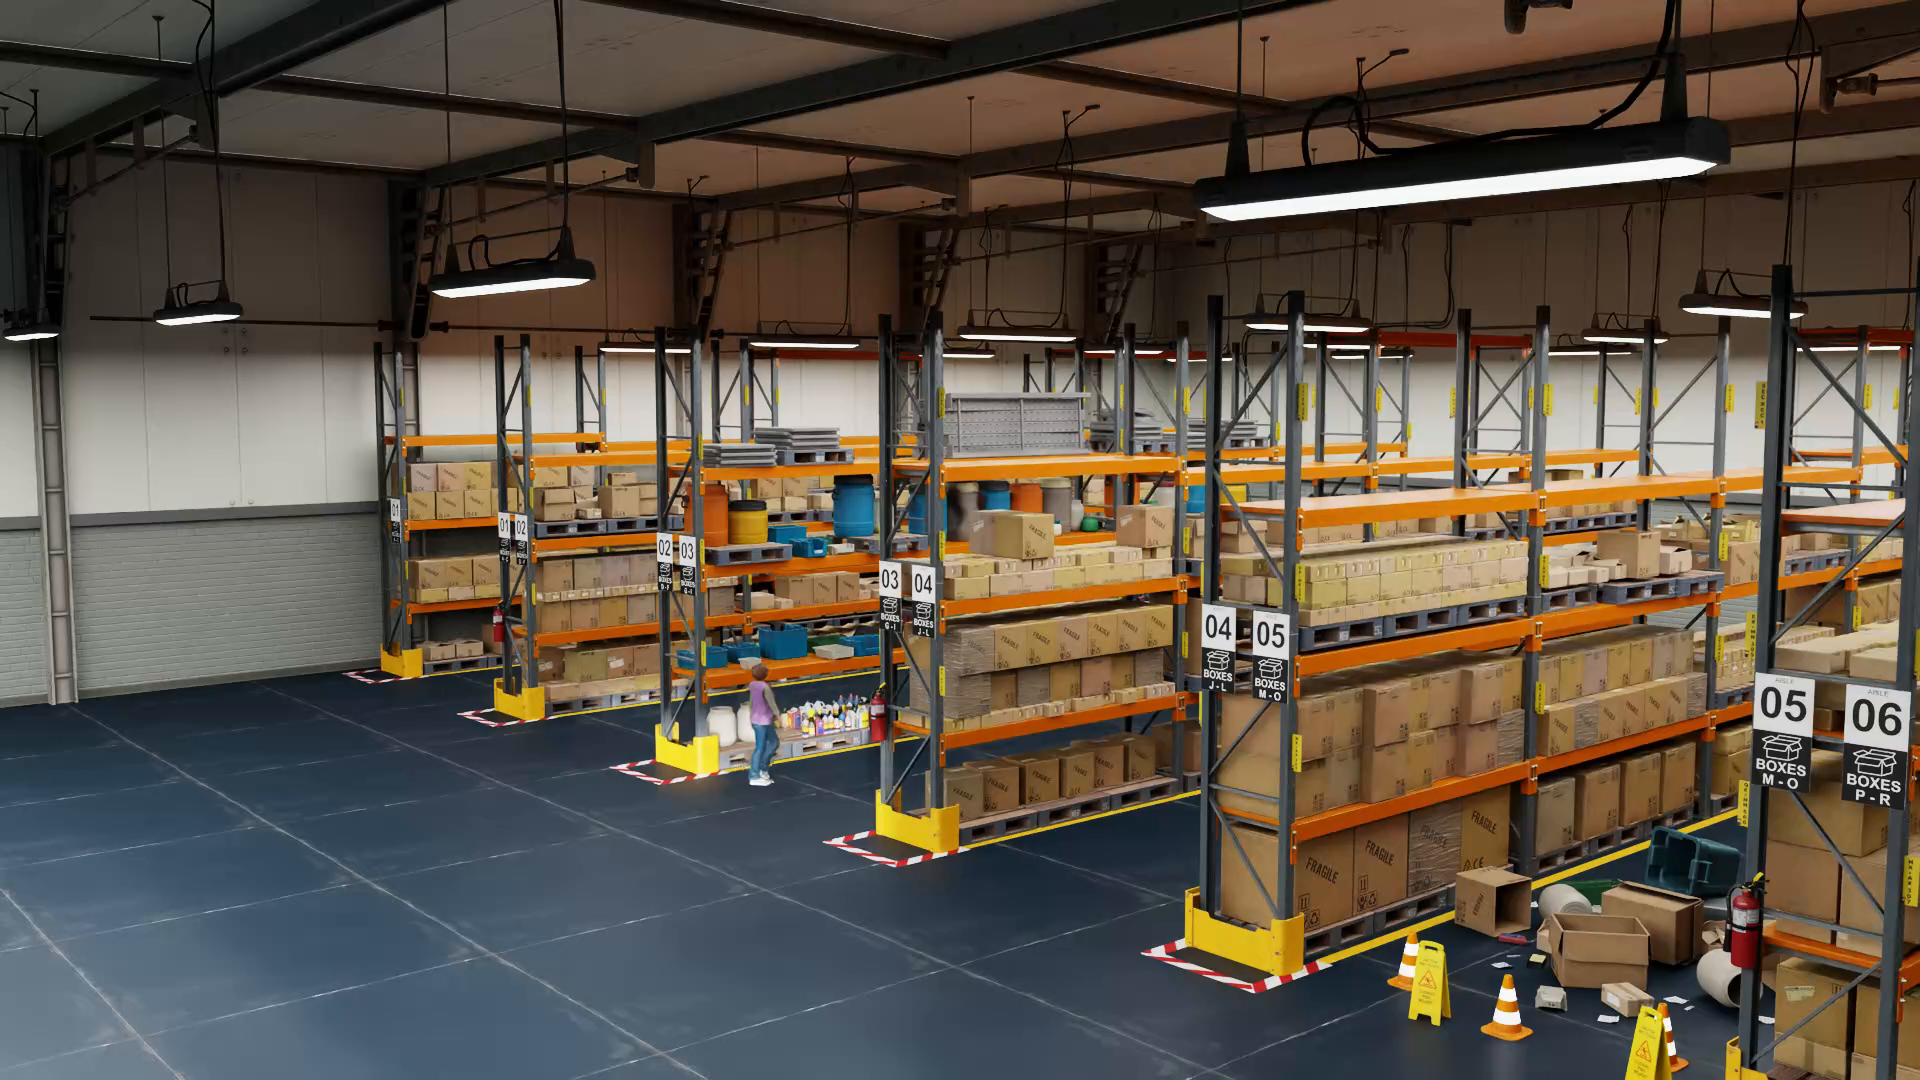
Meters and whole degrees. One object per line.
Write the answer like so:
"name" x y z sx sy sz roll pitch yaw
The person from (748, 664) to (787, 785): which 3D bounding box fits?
"person" -2.506 2.403 21.612 0.509 1.620 0.419 -1 5 -7
